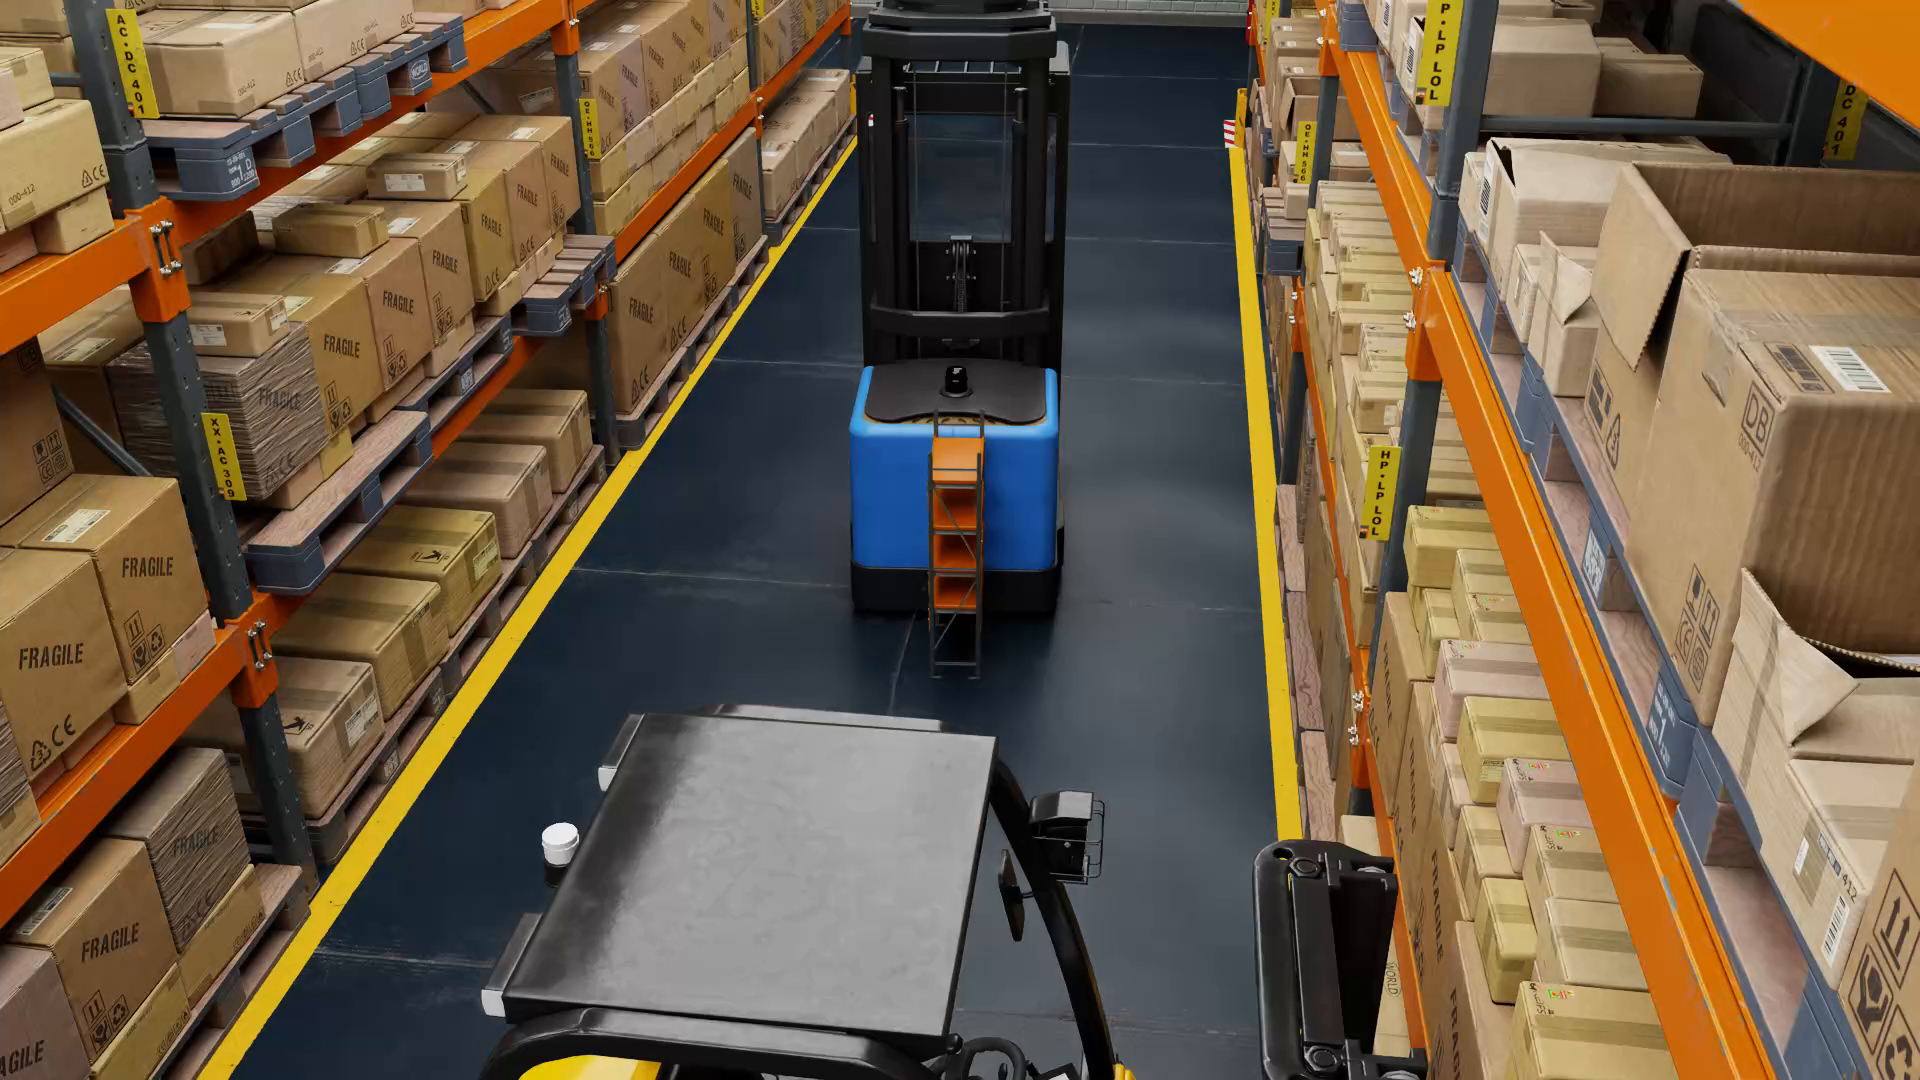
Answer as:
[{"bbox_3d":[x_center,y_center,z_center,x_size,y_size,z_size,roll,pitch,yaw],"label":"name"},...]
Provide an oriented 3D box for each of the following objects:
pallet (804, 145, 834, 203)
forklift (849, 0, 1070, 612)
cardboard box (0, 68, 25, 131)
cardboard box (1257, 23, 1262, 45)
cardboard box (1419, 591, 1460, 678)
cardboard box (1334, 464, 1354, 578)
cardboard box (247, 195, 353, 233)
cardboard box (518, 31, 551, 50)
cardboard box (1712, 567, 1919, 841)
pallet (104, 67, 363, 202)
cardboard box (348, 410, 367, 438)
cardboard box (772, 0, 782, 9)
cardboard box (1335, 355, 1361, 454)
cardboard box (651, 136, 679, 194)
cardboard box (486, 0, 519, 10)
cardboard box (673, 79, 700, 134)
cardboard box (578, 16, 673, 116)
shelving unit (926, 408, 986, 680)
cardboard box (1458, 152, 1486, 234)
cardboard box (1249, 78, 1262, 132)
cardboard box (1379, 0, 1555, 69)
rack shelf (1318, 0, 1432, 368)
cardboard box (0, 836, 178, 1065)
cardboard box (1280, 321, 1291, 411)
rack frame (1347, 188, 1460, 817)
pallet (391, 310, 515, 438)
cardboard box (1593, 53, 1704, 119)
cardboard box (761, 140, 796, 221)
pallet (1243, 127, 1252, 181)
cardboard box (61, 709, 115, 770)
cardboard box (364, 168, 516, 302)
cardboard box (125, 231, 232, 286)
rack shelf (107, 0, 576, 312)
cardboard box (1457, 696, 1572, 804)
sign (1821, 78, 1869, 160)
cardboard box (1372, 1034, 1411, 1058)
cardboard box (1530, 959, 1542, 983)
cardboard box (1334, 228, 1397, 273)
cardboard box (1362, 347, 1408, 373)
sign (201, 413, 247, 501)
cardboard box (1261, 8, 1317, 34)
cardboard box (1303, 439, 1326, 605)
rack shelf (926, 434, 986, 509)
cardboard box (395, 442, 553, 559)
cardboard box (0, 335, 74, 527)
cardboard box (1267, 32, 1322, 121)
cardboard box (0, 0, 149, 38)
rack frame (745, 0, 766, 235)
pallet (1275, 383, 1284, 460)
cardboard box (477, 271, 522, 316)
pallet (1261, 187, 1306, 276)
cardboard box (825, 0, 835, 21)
[{"bbox_3d":[-1.768,-3.398,15.334,1.003,0.211,1.213,3,28,6],"label":"pallet"},{"bbox_3d":[0.024,-1.585,9.102,1.130,2.935,3.031,1,28,2],"label":"forklift"},{"bbox_3d":[-2.844,-1.203,4.581,0.380,0.149,0.250,3,28,5],"label":"cardboard box"},{"bbox_3d":[2.811,-4.439,14.593,0.380,0.149,0.250,3,28,5],"label":"cardboard box"},{"bbox_3d":[1.531,0.283,4.772,0.380,0.149,0.250,4,29,7],"label":"cardboard box"},{"bbox_3d":[1.719,-0.067,6.370,0.500,0.250,0.500,3,28,6],"label":"cardboard box"},{"bbox_3d":[-3.045,-1.244,7.534,0.500,0.500,0.500,2,28,4],"label":"cardboard box"},{"bbox_3d":[-2.717,-2.798,10.122,0.500,0.500,0.500,4,29,7],"label":"cardboard box"},{"bbox_3d":[1.202,0.222,2.107,0.396,0.266,0.258,3,29,6],"label":"cardboard box"},{"bbox_3d":[-2.885,-1.453,5.819,1.213,0.211,1.003,3,28,6],"label":"pallet"},{"bbox_3d":[-2.686,-0.501,6.840,0.380,0.149,0.250,5,29,9],"label":"cardboard box"},{"bbox_3d":[-1.719,-4.628,13.518,0.500,0.500,0.500,3,28,6],"label":"cardboard box"},{"bbox_3d":[1.792,-0.527,6.696,0.500,0.250,0.500,4,29,7],"label":"cardboard box"},{"bbox_3d":[-2.151,-2.452,10.798,0.500,0.250,0.500,4,29,8],"label":"cardboard box"},{"bbox_3d":[-2.428,-2.745,8.285,0.380,0.149,0.250,3,28,6],"label":"cardboard box"},{"bbox_3d":[-2.056,-2.907,11.114,0.500,0.250,0.500,4,29,7],"label":"cardboard box"},{"bbox_3d":[-2.143,-2.992,10.482,0.500,0.500,0.500,4,29,8],"label":"cardboard box"},{"bbox_3d":[-0.014,0.023,7.943,0.258,1.200,0.503,1,28,2],"label":"shelving unit"},{"bbox_3d":[1.504,-0.889,4.292,0.380,0.149,0.250,4,29,7],"label":"cardboard box"},{"bbox_3d":[3.162,-4.096,15.879,0.797,0.503,0.637,2,28,4],"label":"cardboard box"},{"bbox_3d":[1.802,-1.870,5.942,0.500,0.311,0.500,2,28,4],"label":"cardboard box"},{"bbox_3d":[2.106,-1.589,6.633,1.077,0.370,4.000,3,28,6],"label":"rack shelf"},{"bbox_3d":[-2.933,1.299,5.343,0.500,0.500,0.500,4,29,7],"label":"cardboard box"},{"bbox_3d":[2.261,-1.058,10.243,0.500,0.500,0.500,3,28,5],"label":"cardboard box"},{"bbox_3d":[1.861,0.356,5.426,1.000,3.000,0.127,3,28,6],"label":"rack frame"},{"bbox_3d":[-2.778,-0.795,7.765,1.003,0.211,1.213,3,28,6],"label":"pallet"},{"bbox_3d":[2.160,-1.471,5.371,0.380,0.149,0.250,3,28,6],"label":"cardboard box"},{"bbox_3d":[-1.902,-3.042,13.993,0.875,0.438,0.875,3,28,5],"label":"cardboard box"},{"bbox_3d":[3.225,-3.653,15.809,1.003,0.211,1.213,3,28,6],"label":"pallet"},{"bbox_3d":[-2.936,0.585,5.266,0.380,0.149,0.250,3,29,6],"label":"cardboard box"},{"bbox_3d":[-2.469,-1.461,7.938,0.500,0.500,0.500,1,28,3],"label":"cardboard box"},{"bbox_3d":[-3.162,-1.131,6.642,0.380,0.149,0.250,3,28,5],"label":"cardboard box"},{"bbox_3d":[-2.821,-1.876,7.165,1.077,0.370,4.000,3,28,6],"label":"rack shelf"},{"bbox_3d":[1.424,0.516,4.026,0.380,0.149,0.250,3,28,5],"label":"cardboard box"},{"bbox_3d":[2.412,-1.195,4.515,0.100,0.325,0.005,3,28,6],"label":"sign"},{"bbox_3d":[1.368,1.626,4.471,0.500,0.250,0.500,4,29,8],"label":"cardboard box"},{"bbox_3d":[1.388,1.013,3.419,0.380,0.149,0.250,3,28,6],"label":"cardboard box"},{"bbox_3d":[1.963,-1.351,7.806,0.380,0.149,0.250,4,29,7],"label":"cardboard box"},{"bbox_3d":[1.773,-0.633,6.473,0.380,0.149,0.250,3,28,5],"label":"cardboard box"},{"bbox_3d":[-2.526,-0.284,5.701,0.100,0.325,0.005,3,28,6],"label":"sign"},{"bbox_3d":[2.846,-4.441,14.176,0.500,0.250,0.500,3,28,5],"label":"cardboard box"},{"bbox_3d":[2.189,-0.065,8.269,0.875,0.625,0.625,4,29,8],"label":"cardboard box"},{"bbox_3d":[-0.014,-0.323,7.757,0.258,0.148,0.480,1,28,2],"label":"rack shelf"},{"bbox_3d":[-2.737,-0.228,8.839,0.950,0.372,0.625,3,28,5],"label":"cardboard box"},{"bbox_3d":[-3.335,-0.351,5.266,0.700,0.500,0.500,3,28,6],"label":"cardboard box"},{"bbox_3d":[2.496,-3.180,11.442,0.700,0.500,0.500,4,29,7],"label":"cardboard box"},{"bbox_3d":[-3.121,-1.870,5.584,0.500,0.250,0.500,4,29,7],"label":"cardboard box"},{"bbox_3d":[-2.086,-3.696,12.948,1.000,3.000,0.127,3,28,6],"label":"rack frame"},{"bbox_3d":[2.480,-0.648,10.231,1.003,0.211,1.213,3,28,6],"label":"pallet"},{"bbox_3d":[-2.388,-1.220,8.173,0.380,0.149,0.250,4,29,7],"label":"cardboard box"},{"bbox_3d":[2.364,-1.765,9.566,1.213,0.211,1.003,3,28,6],"label":"pallet"},{"bbox_3d":[-1.468,-5.145,15.533,0.500,0.500,0.500,3,28,5],"label":"cardboard box"}]
